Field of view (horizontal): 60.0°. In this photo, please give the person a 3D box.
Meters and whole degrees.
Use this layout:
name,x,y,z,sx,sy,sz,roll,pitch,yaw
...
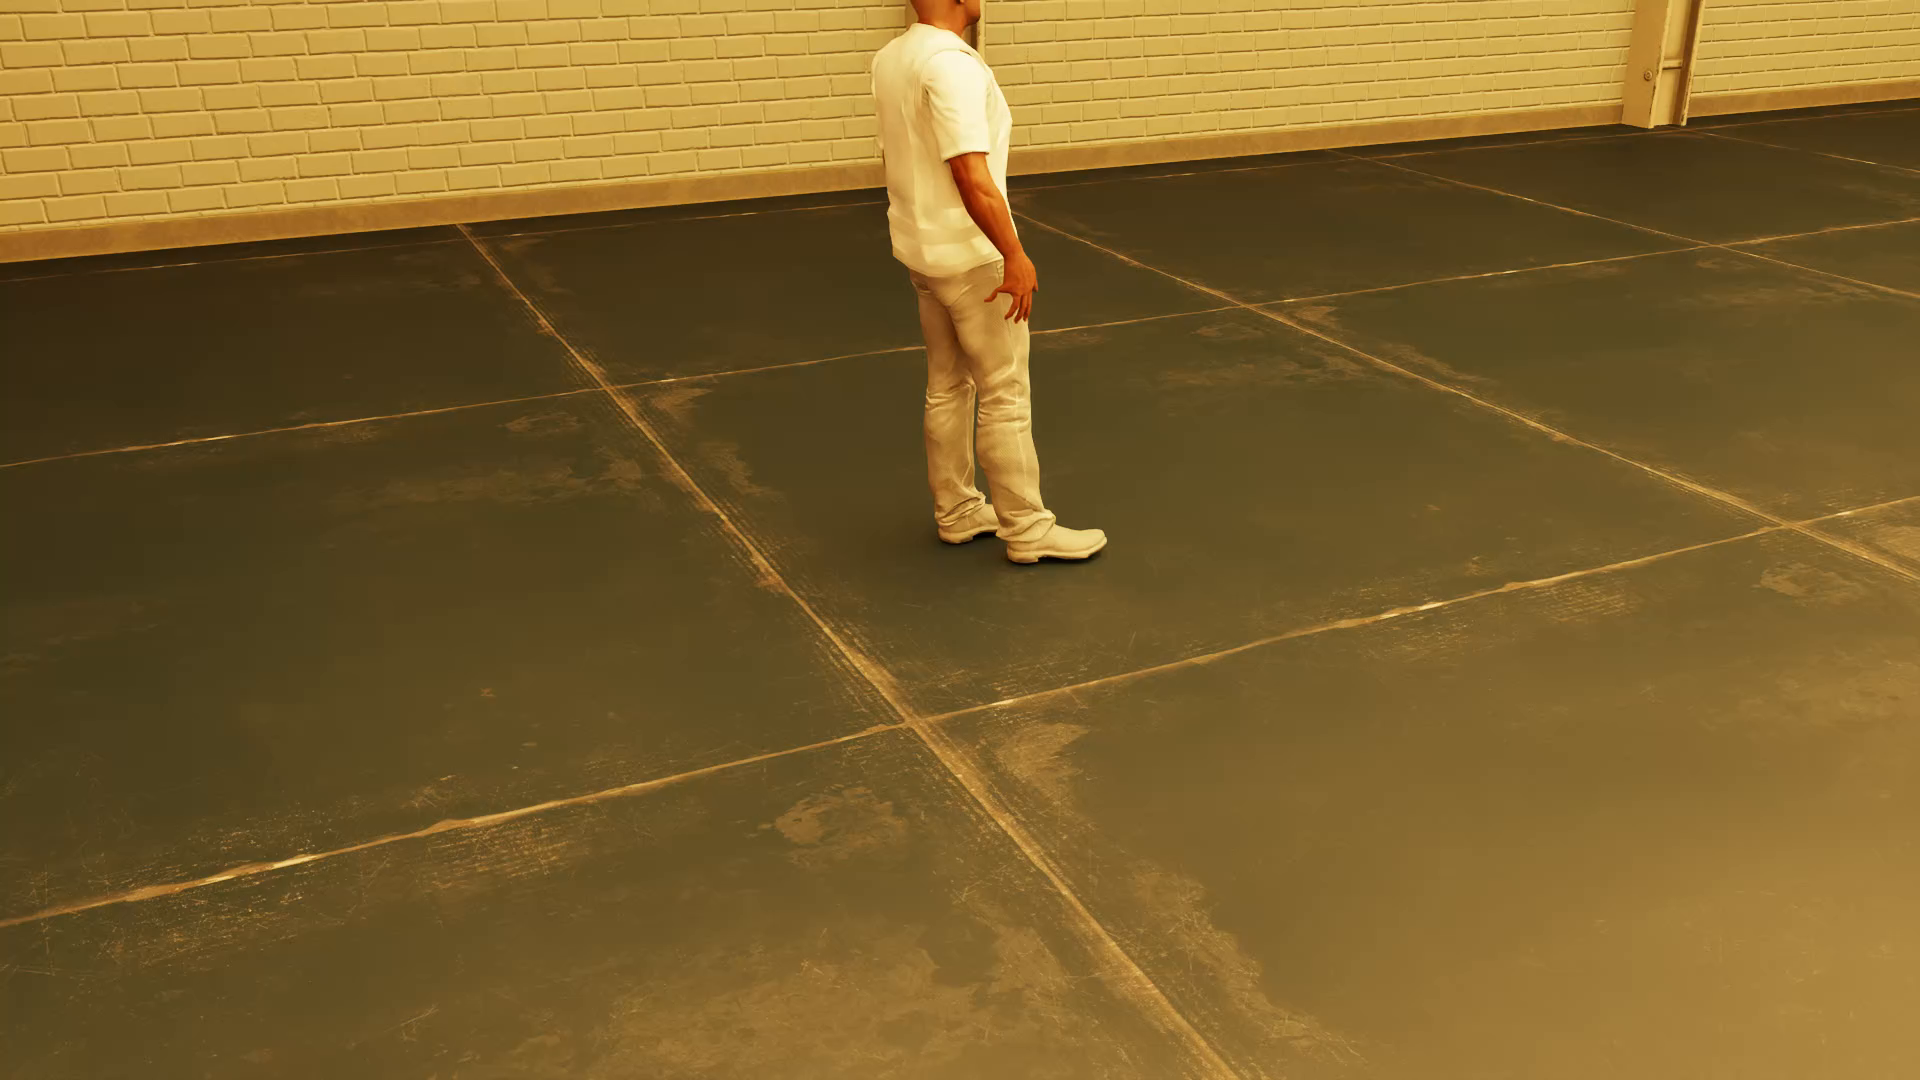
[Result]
name,x,y,z,sx,sy,sz,roll,pitch,yaw
person,0.066,-0.832,4.789,0.575,1.768,0.666,-10,25,-23
